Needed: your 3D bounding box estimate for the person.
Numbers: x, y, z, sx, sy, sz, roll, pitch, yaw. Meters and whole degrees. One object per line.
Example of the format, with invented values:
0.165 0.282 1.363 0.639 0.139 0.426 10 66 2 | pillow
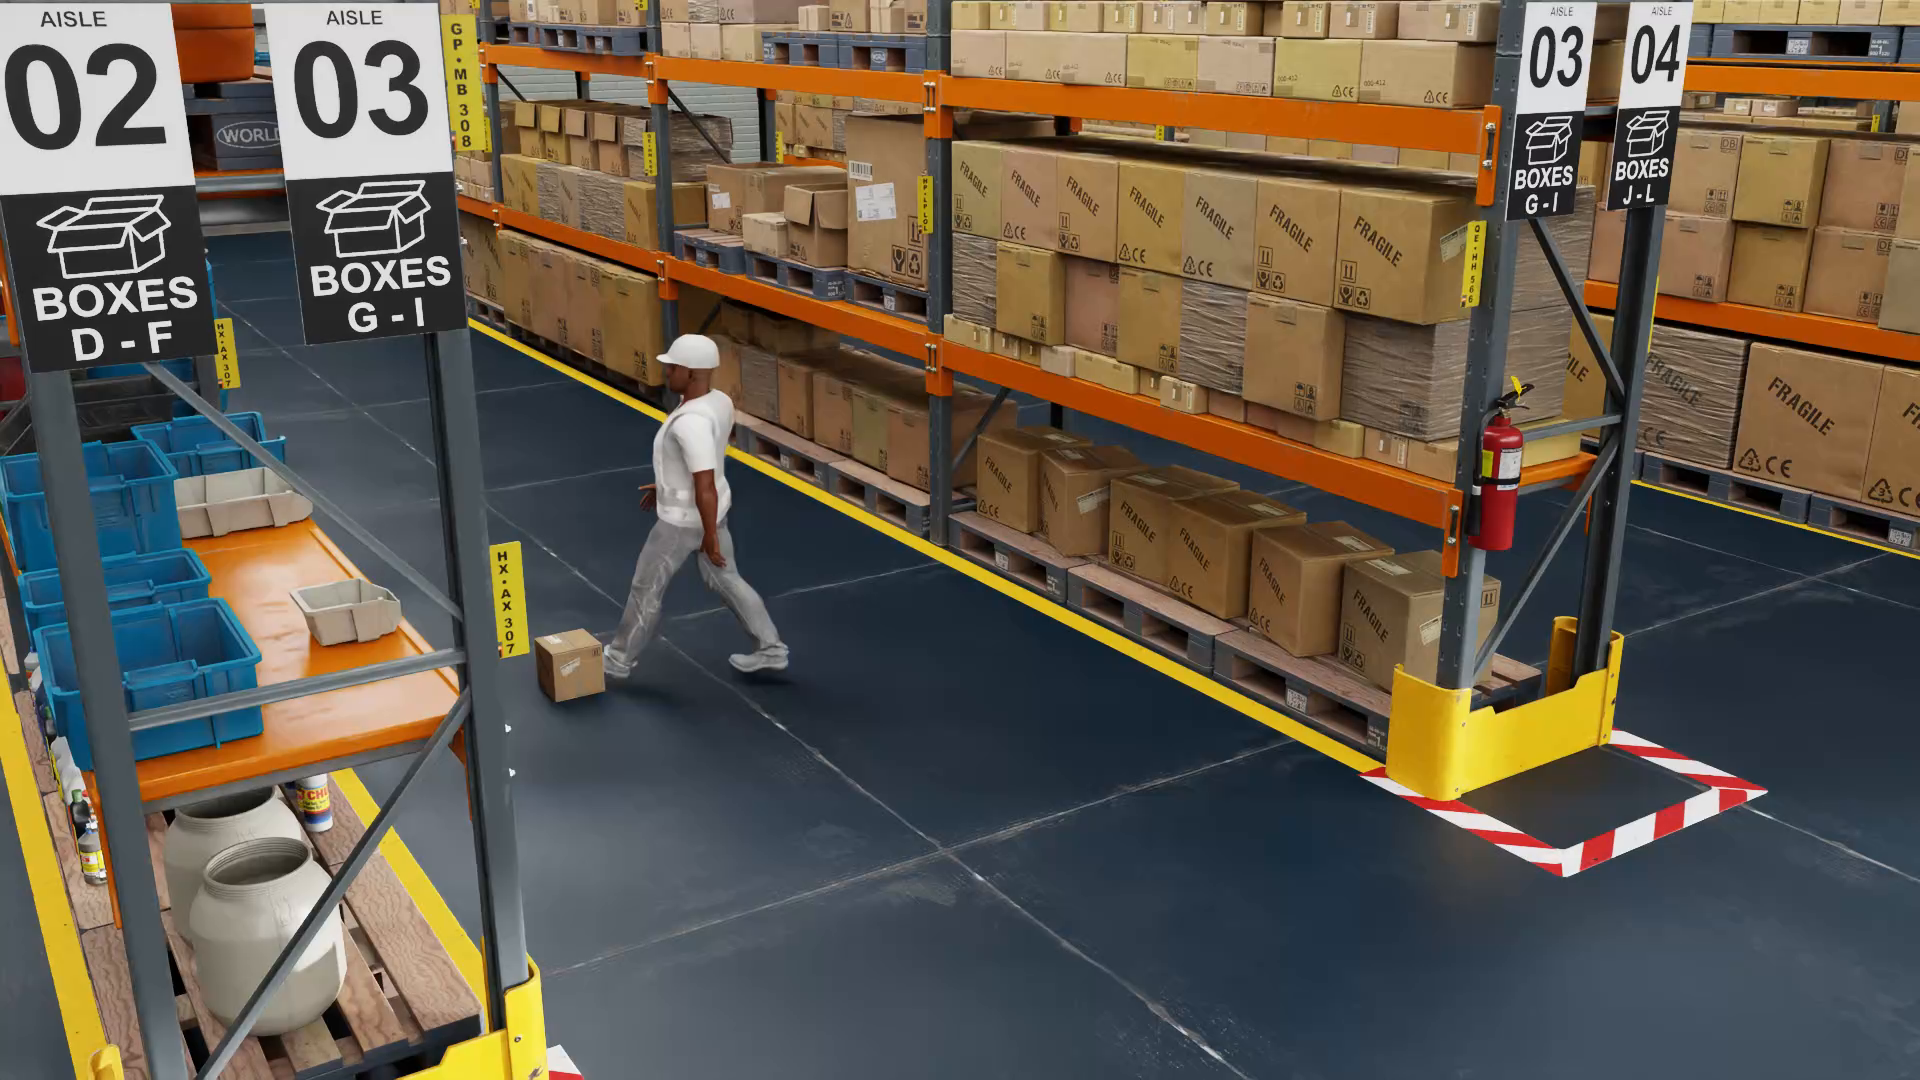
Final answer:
-1.371 -0.150 7.997 1.054 1.707 0.578 3 18 10 | person
